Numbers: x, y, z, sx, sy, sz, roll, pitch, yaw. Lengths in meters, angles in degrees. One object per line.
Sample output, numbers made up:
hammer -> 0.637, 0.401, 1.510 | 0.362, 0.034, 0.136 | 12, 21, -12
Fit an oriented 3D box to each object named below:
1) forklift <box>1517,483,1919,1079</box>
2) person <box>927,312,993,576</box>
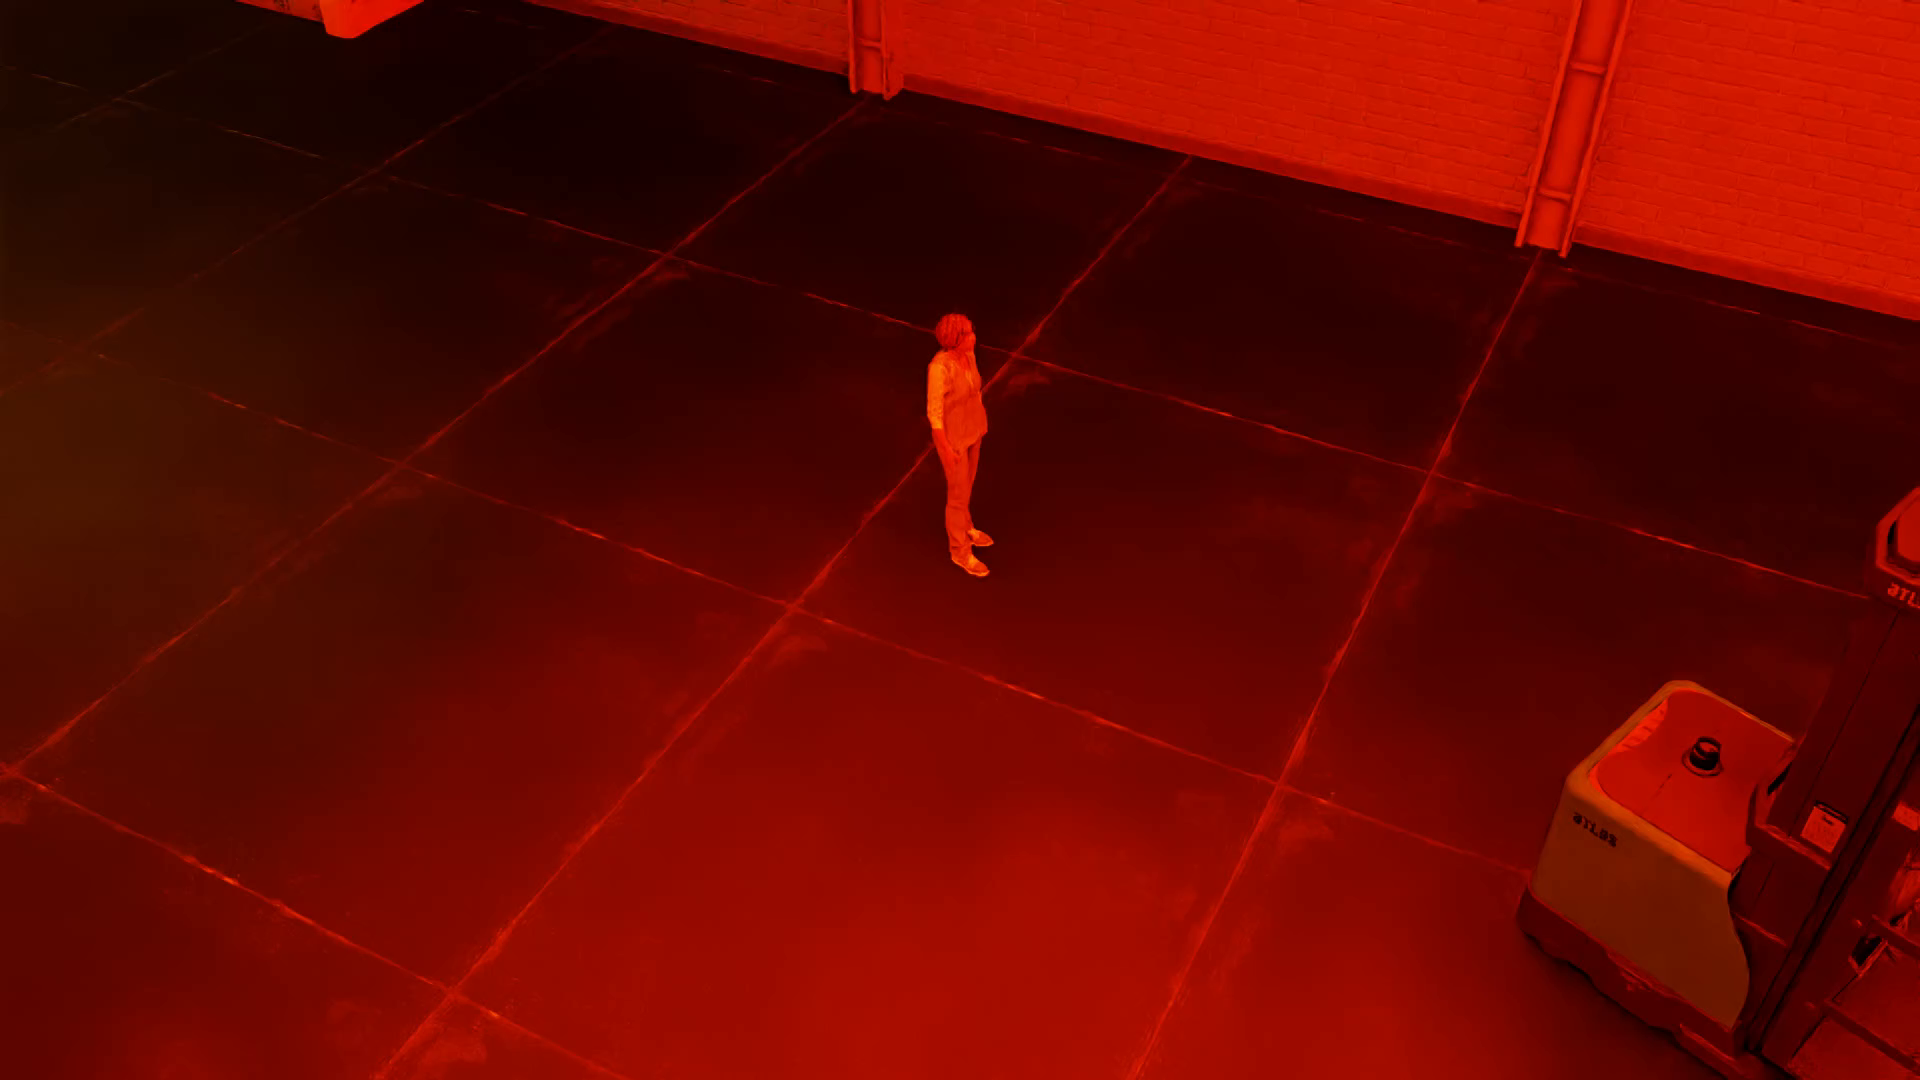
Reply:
forklift -> 4.044, 1.241, 6.513 | 1.130, 2.935, 3.031 | -31, 49, -31
person -> 0.059, -0.586, 9.707 | 0.474, 1.597, 0.521 | 18, 43, 21
